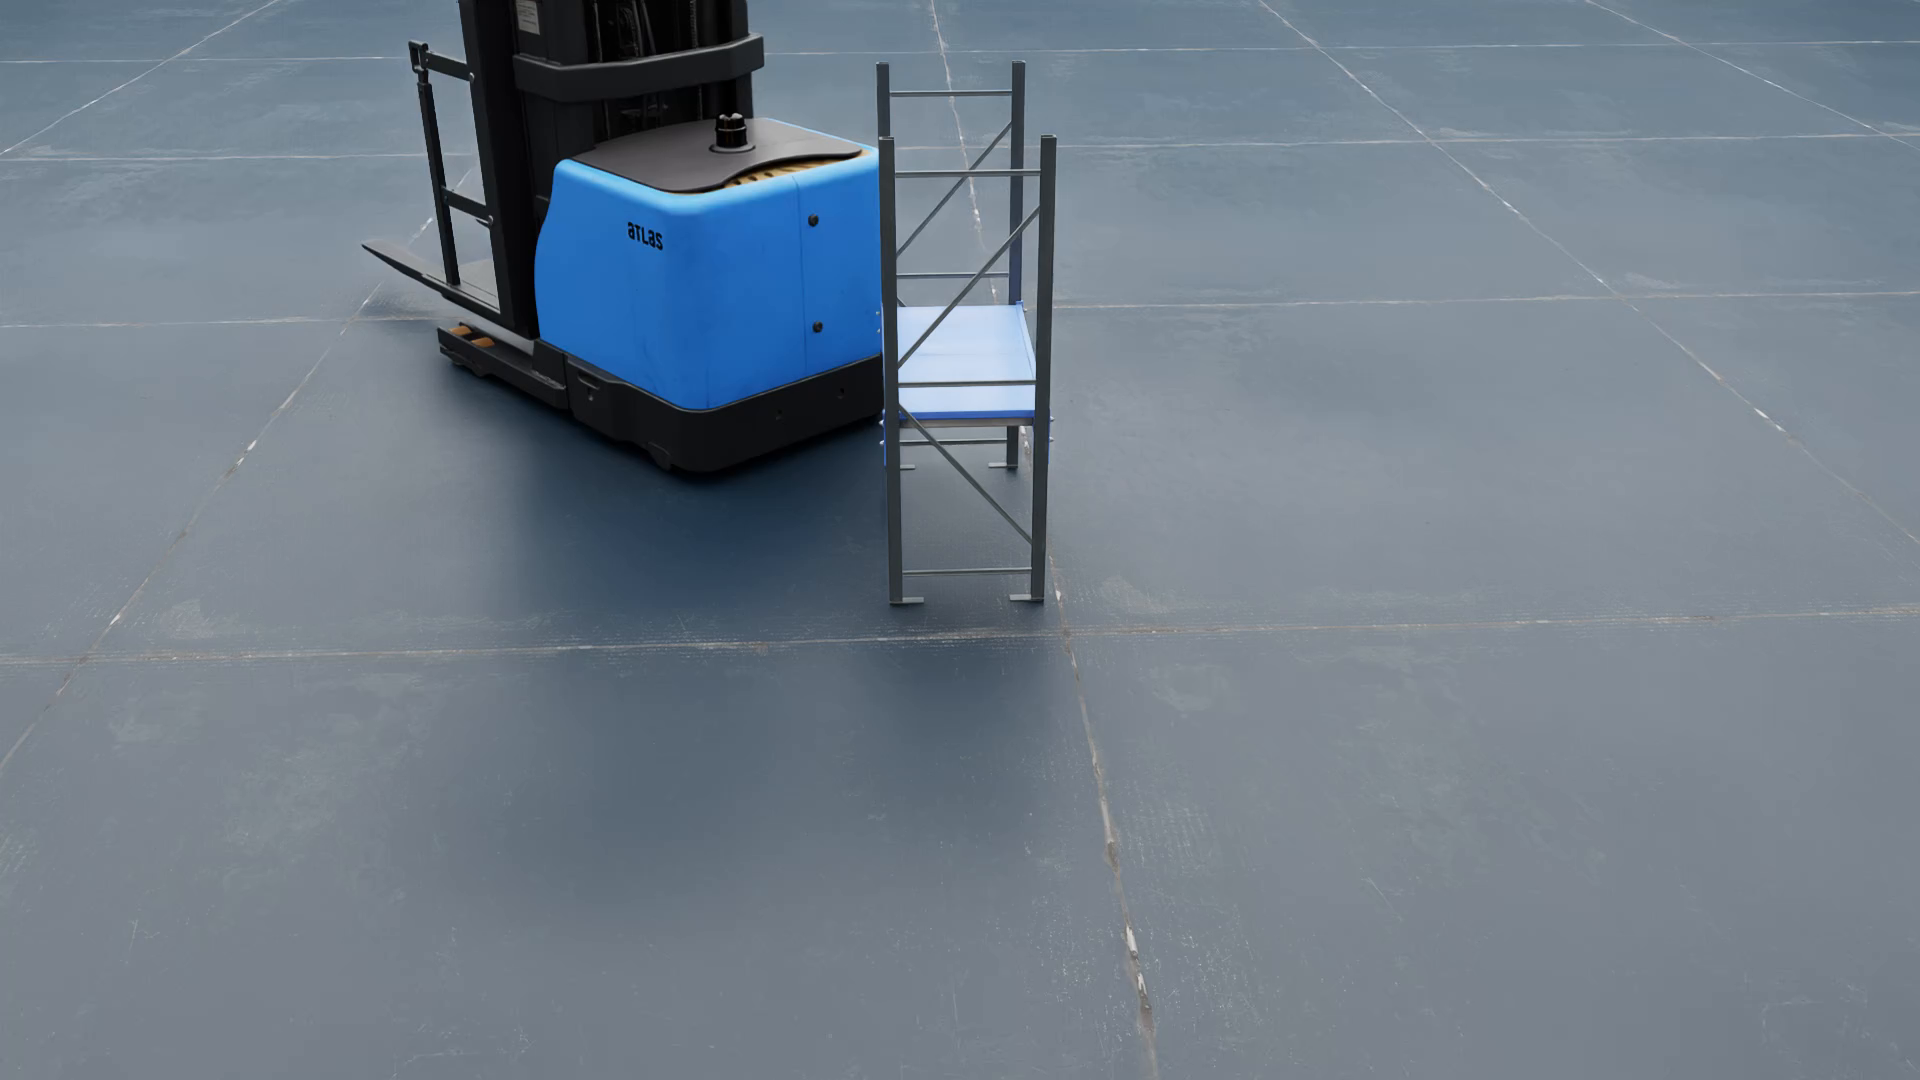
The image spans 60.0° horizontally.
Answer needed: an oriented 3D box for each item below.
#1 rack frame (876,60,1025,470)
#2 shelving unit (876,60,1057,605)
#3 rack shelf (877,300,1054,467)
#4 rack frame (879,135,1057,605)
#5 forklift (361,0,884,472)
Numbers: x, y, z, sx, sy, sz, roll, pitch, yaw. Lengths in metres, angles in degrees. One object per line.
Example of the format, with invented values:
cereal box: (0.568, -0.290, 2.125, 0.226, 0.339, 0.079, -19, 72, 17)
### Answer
rack frame: (-0.031, -0.939, 5.929, 0.500, 1.500, 0.032, -1, 28, -3)
shelving unit: (-0.004, -0.704, 5.479, 0.538, 1.500, 1.048, -1, 28, -3)
rack shelf: (-0.004, -0.545, 5.562, 0.538, 0.185, 1.000, -1, 28, -3)
rack frame: (0.022, -0.470, 5.029, 0.500, 1.500, 0.032, -1, 28, -3)
forklift: (-1.608, -2.137, 6.679, 1.130, 2.935, 3.031, -24, 36, -38)
